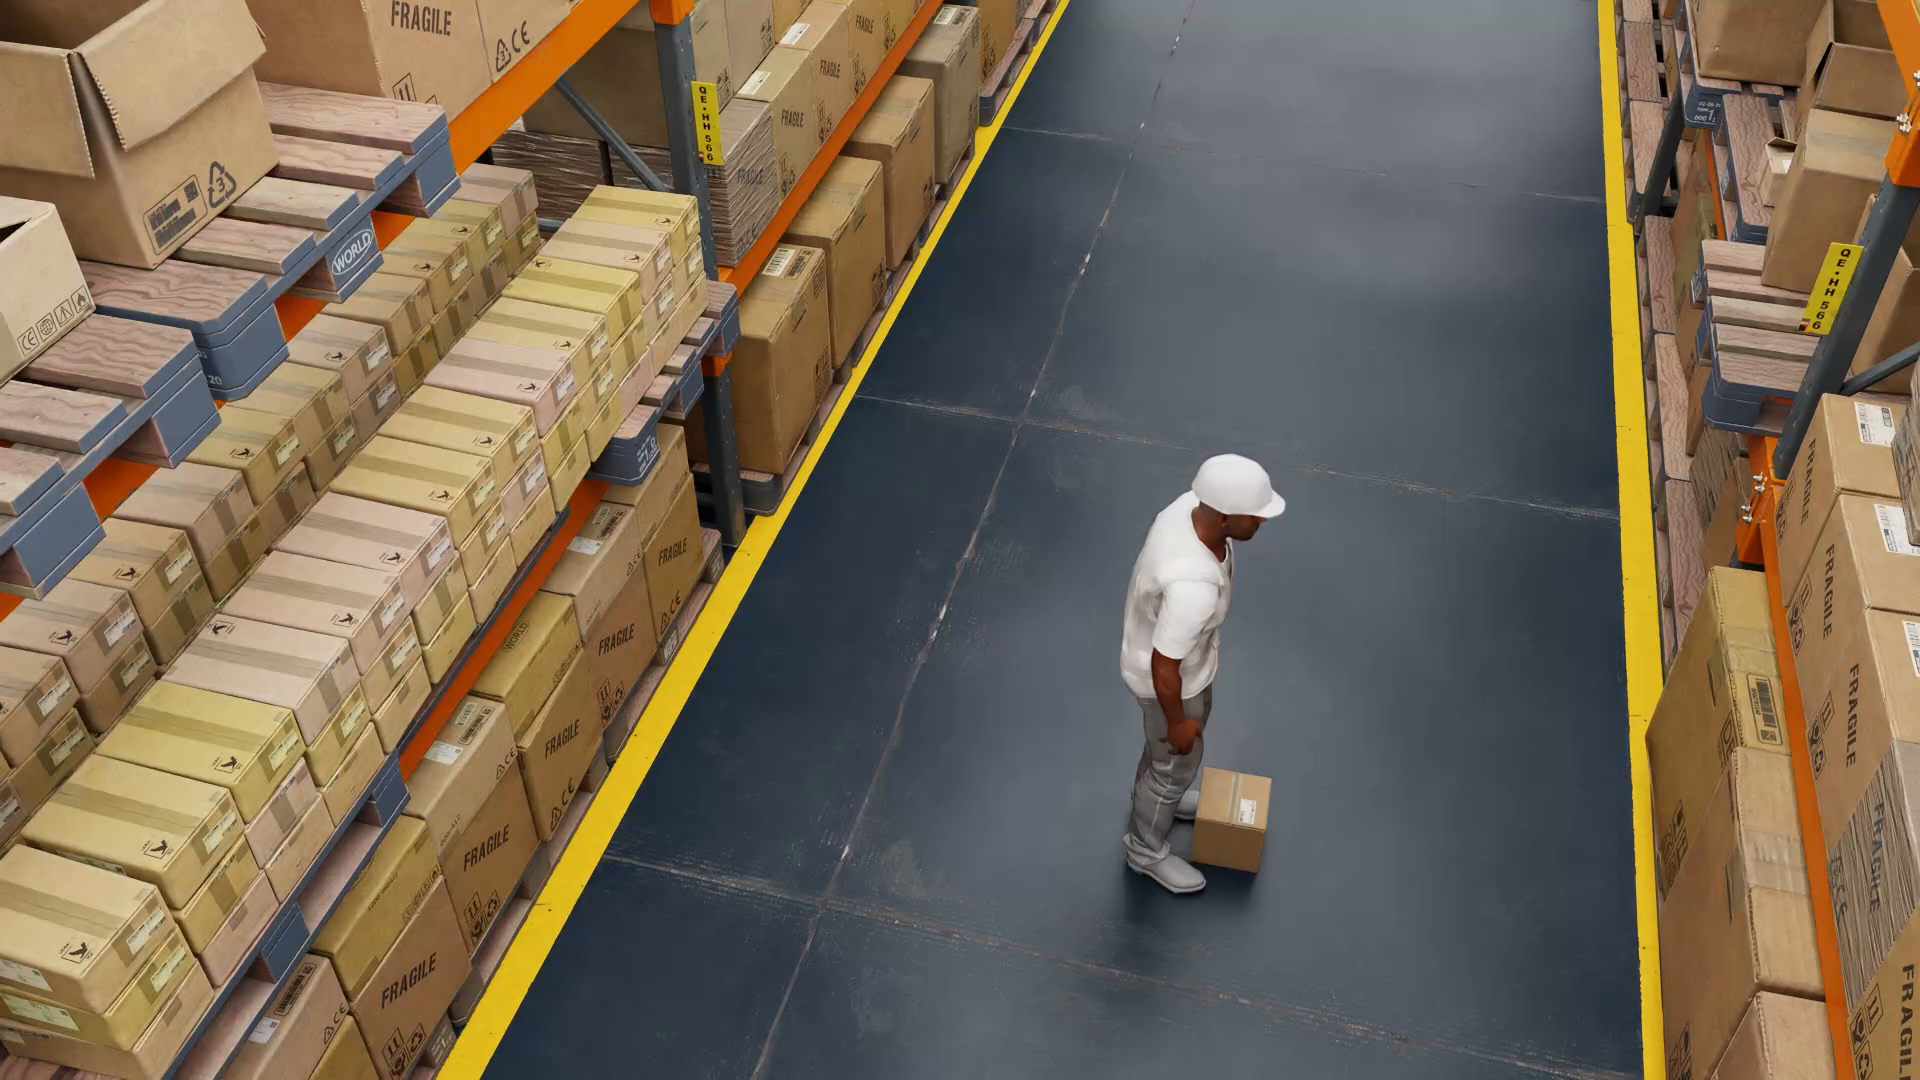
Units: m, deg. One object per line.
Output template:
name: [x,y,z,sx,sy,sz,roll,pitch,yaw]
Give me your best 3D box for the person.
person: [0.777,0.426,5.650,0.463,1.760,0.631,10,42,11]
